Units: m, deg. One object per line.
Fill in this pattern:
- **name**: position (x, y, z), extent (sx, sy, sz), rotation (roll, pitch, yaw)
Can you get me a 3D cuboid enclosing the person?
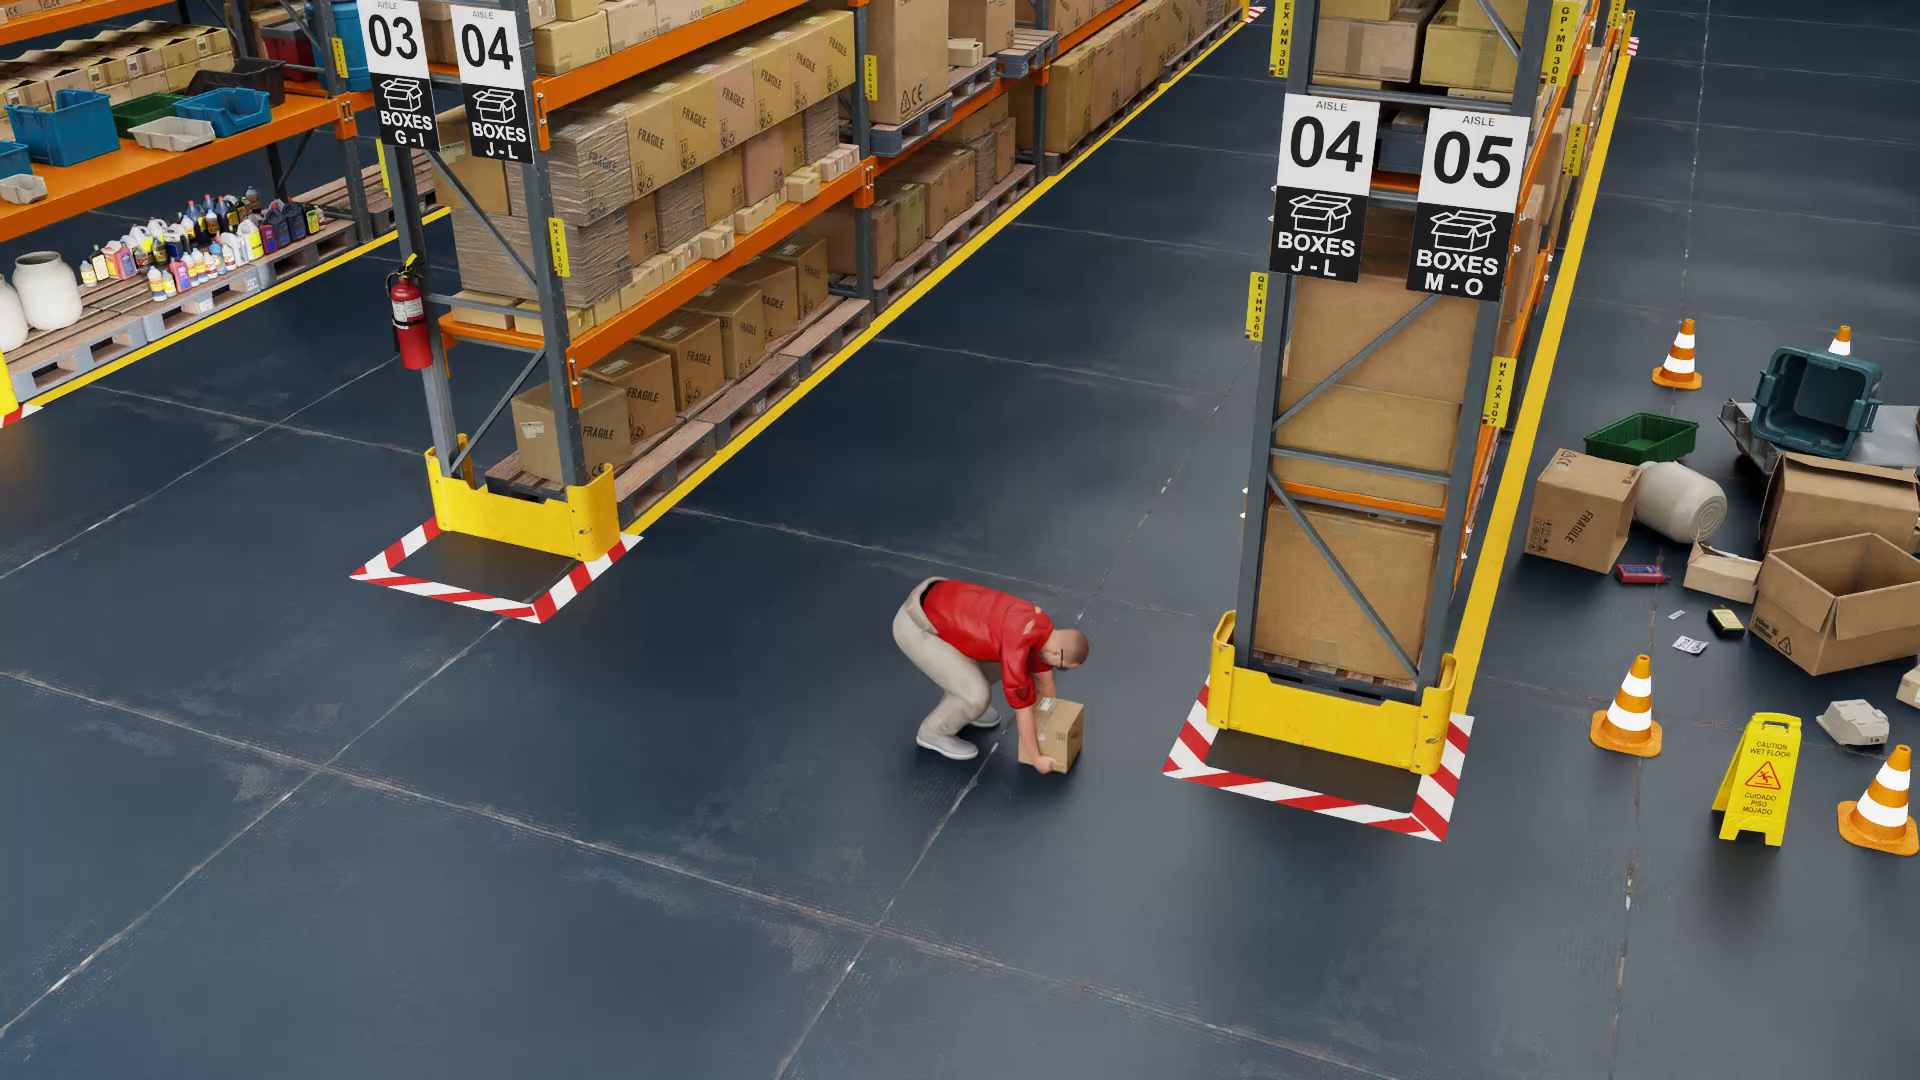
- **person**: position (0.075, 0.624, 8.196), extent (0.782, 0.860, 0.544), rotation (10, 31, 17)
